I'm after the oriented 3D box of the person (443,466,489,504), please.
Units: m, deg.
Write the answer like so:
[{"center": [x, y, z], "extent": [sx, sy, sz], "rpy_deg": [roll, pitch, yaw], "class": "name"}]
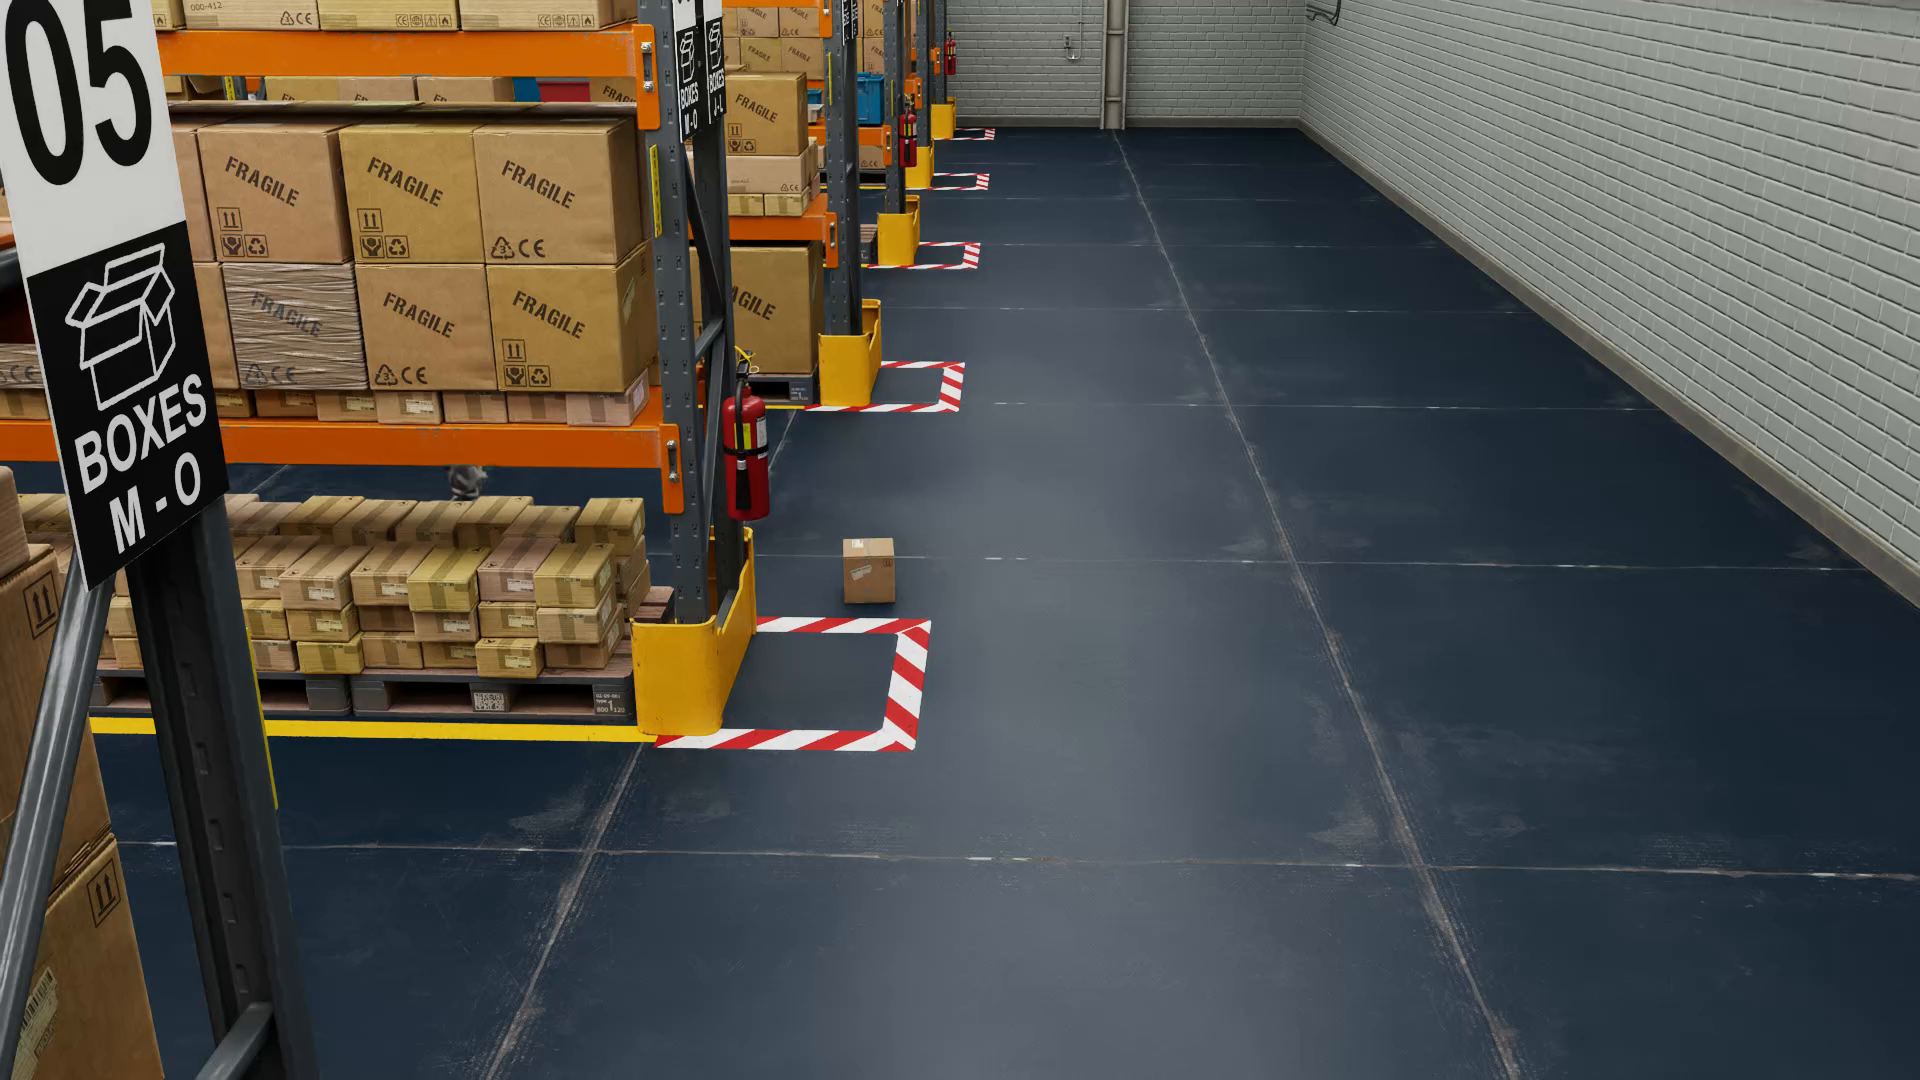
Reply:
[{"center": [-2.872, -0.988, 9.136], "extent": [0.474, 1.798, 0.592], "rpy_deg": [5, 21, 12], "class": "person"}]
